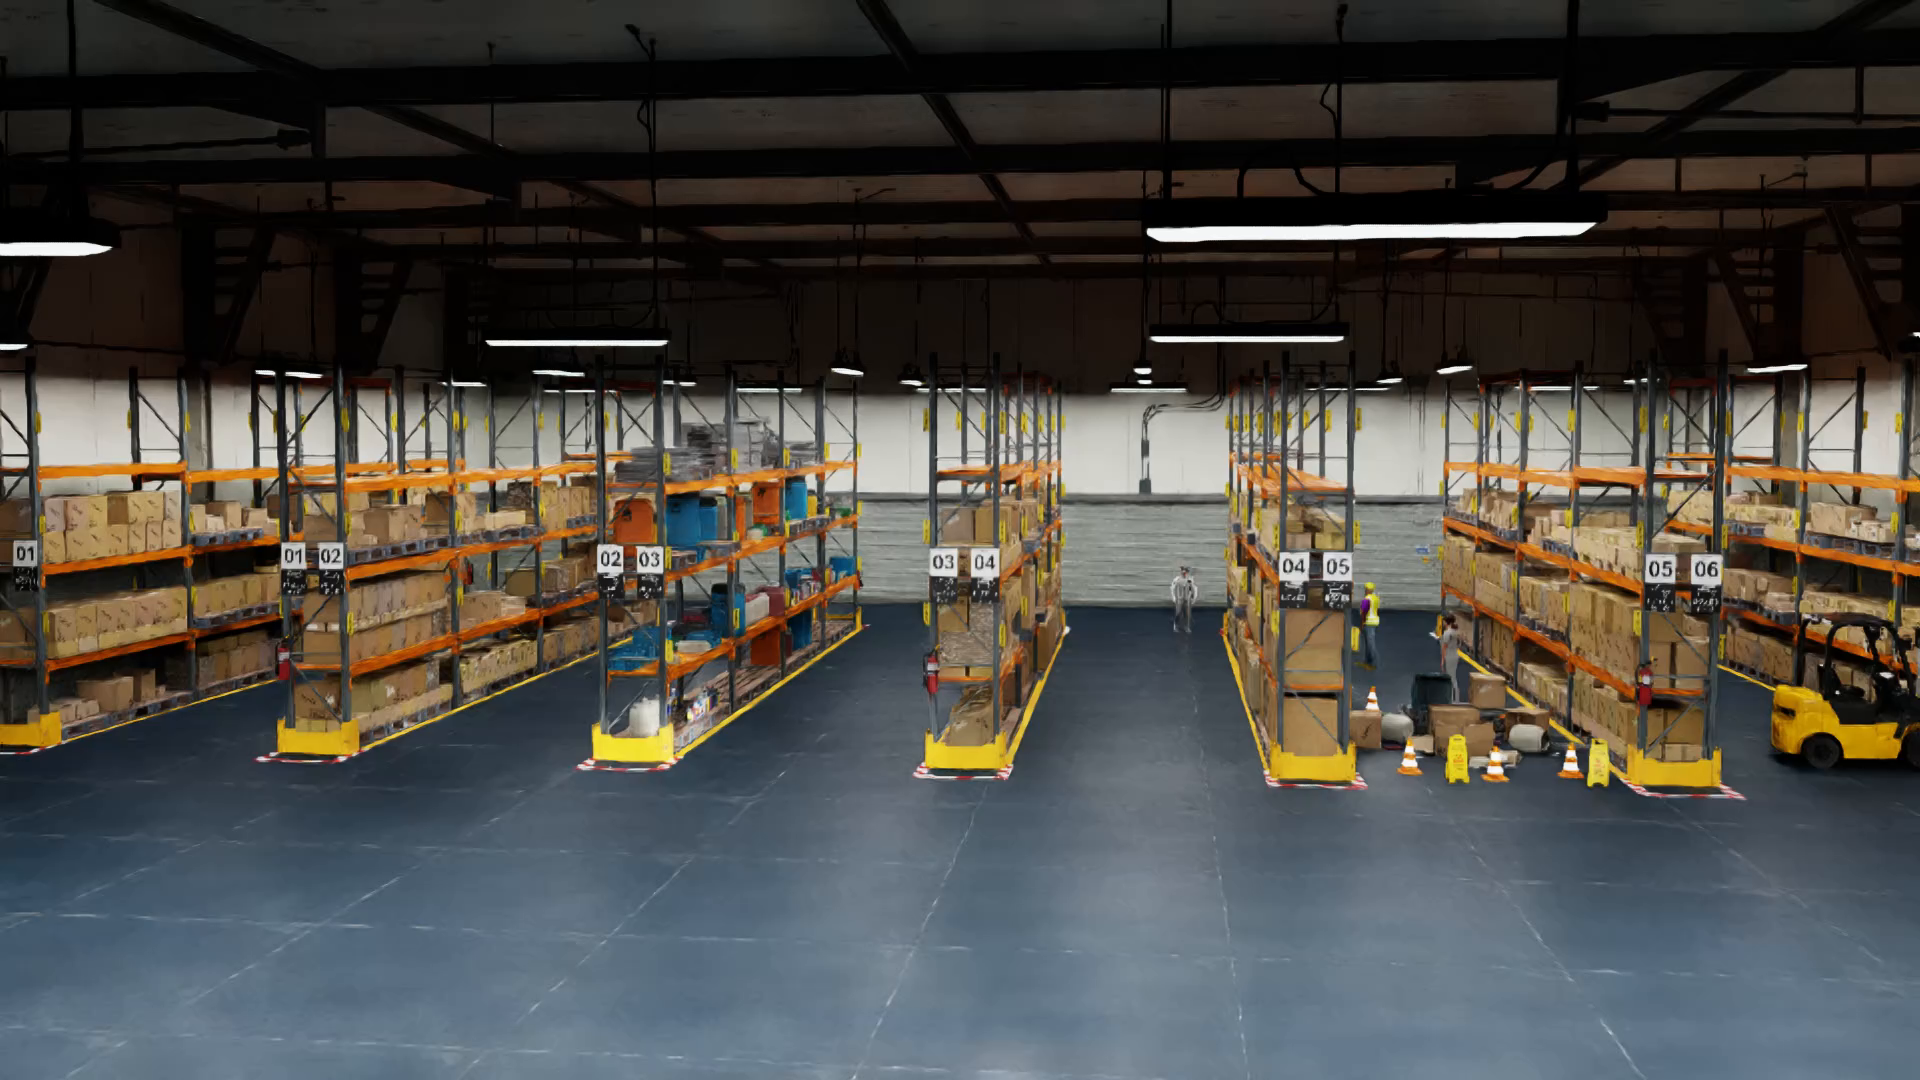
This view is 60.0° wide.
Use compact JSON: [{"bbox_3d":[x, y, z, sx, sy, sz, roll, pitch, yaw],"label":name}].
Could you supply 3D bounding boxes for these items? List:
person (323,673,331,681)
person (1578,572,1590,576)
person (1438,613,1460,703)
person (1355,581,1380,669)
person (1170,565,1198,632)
[{"bbox_3d":[-11.041,2.079,29.549,0.543,1.649,1.119,0,4,4],"label":"person"},{"bbox_3d":[14.535,1.424,38.816,0.588,1.671,0.710,-1,4,-11],"label":"person"},{"bbox_3d":[8.493,2.102,28.990,0.569,1.668,0.561,3,5,34],"label":"person"},{"bbox_3d":[8.284,1.719,33.768,0.573,1.764,0.669,3,5,36],"label":"person"},{"bbox_3d":[5.334,1.396,39.618,0.639,1.628,0.506,0,4,7],"label":"person"}]
